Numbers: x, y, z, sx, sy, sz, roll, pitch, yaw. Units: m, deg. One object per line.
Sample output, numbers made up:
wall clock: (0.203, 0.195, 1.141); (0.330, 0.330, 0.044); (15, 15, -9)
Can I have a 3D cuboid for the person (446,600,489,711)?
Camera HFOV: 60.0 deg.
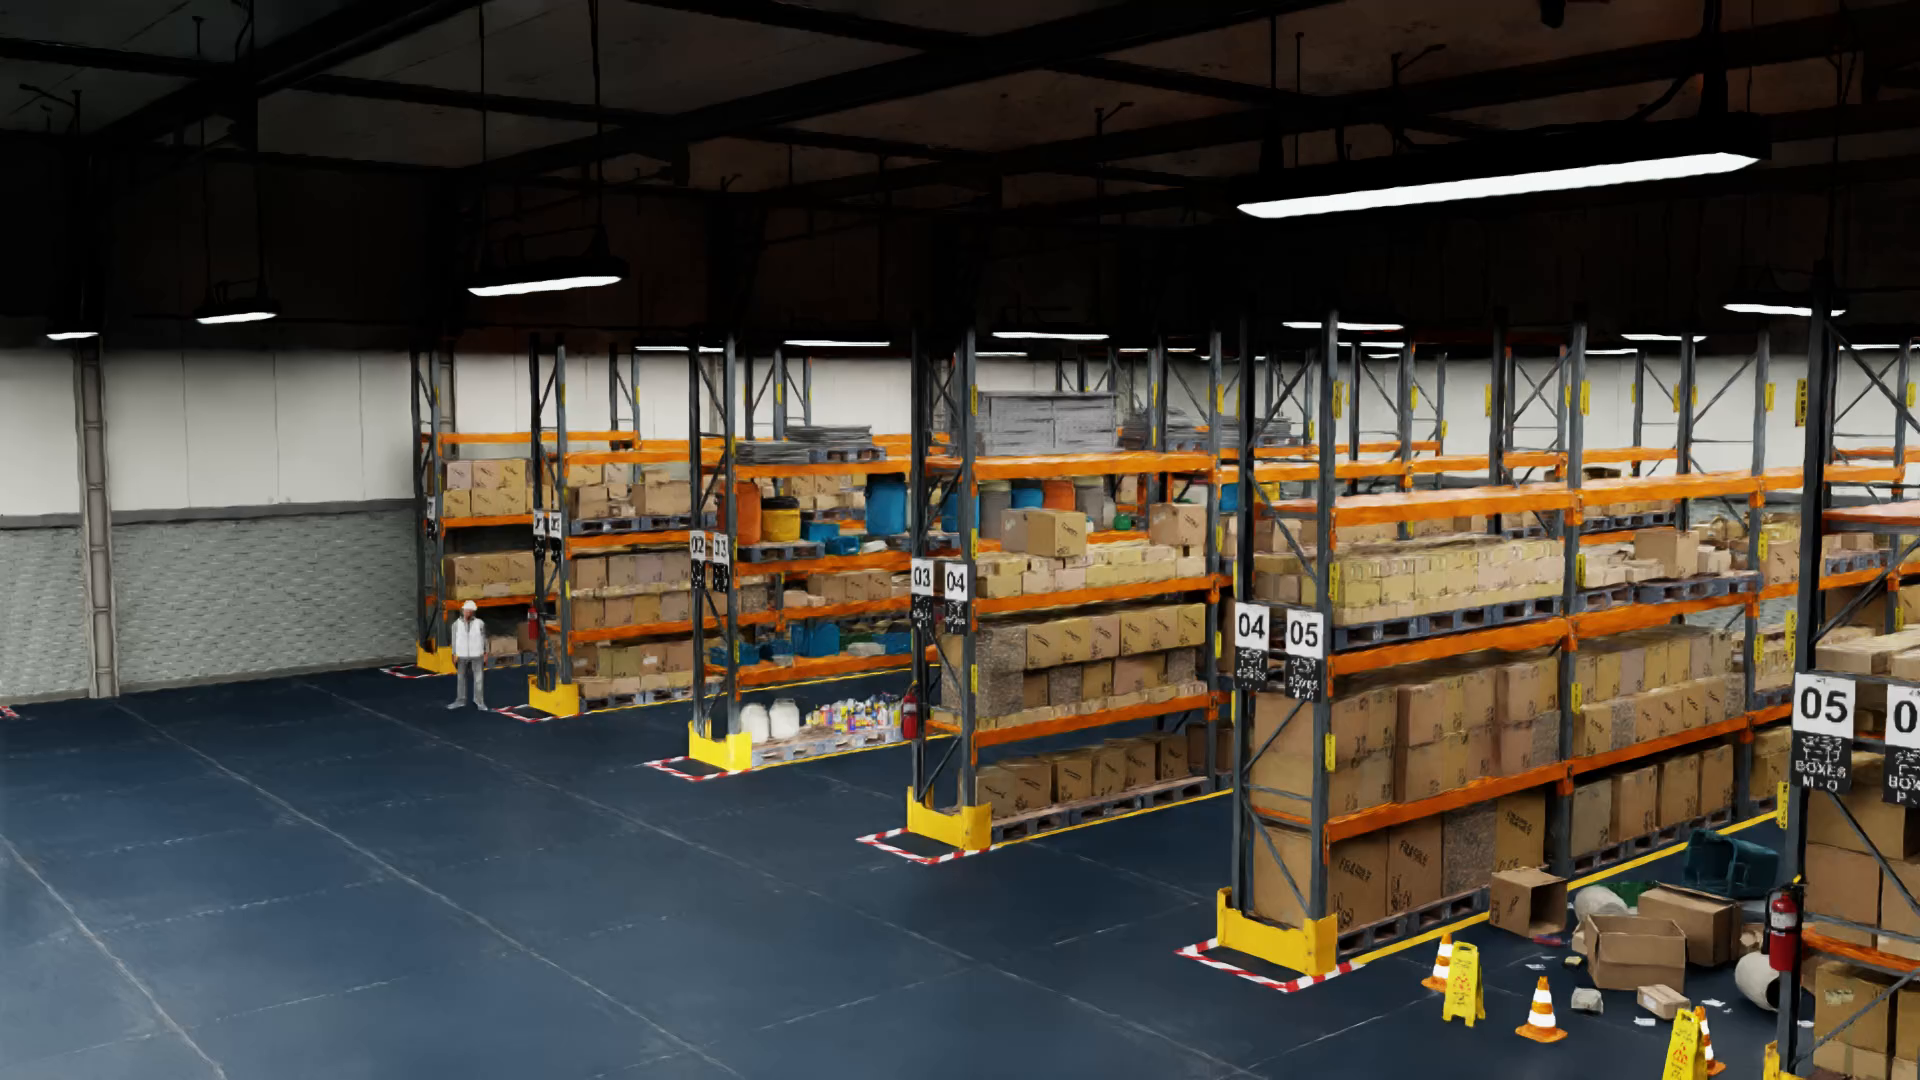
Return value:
person: (-7.873, 1.834, 26.514); (0.685, 1.766, 0.442); (-1, 5, -9)
